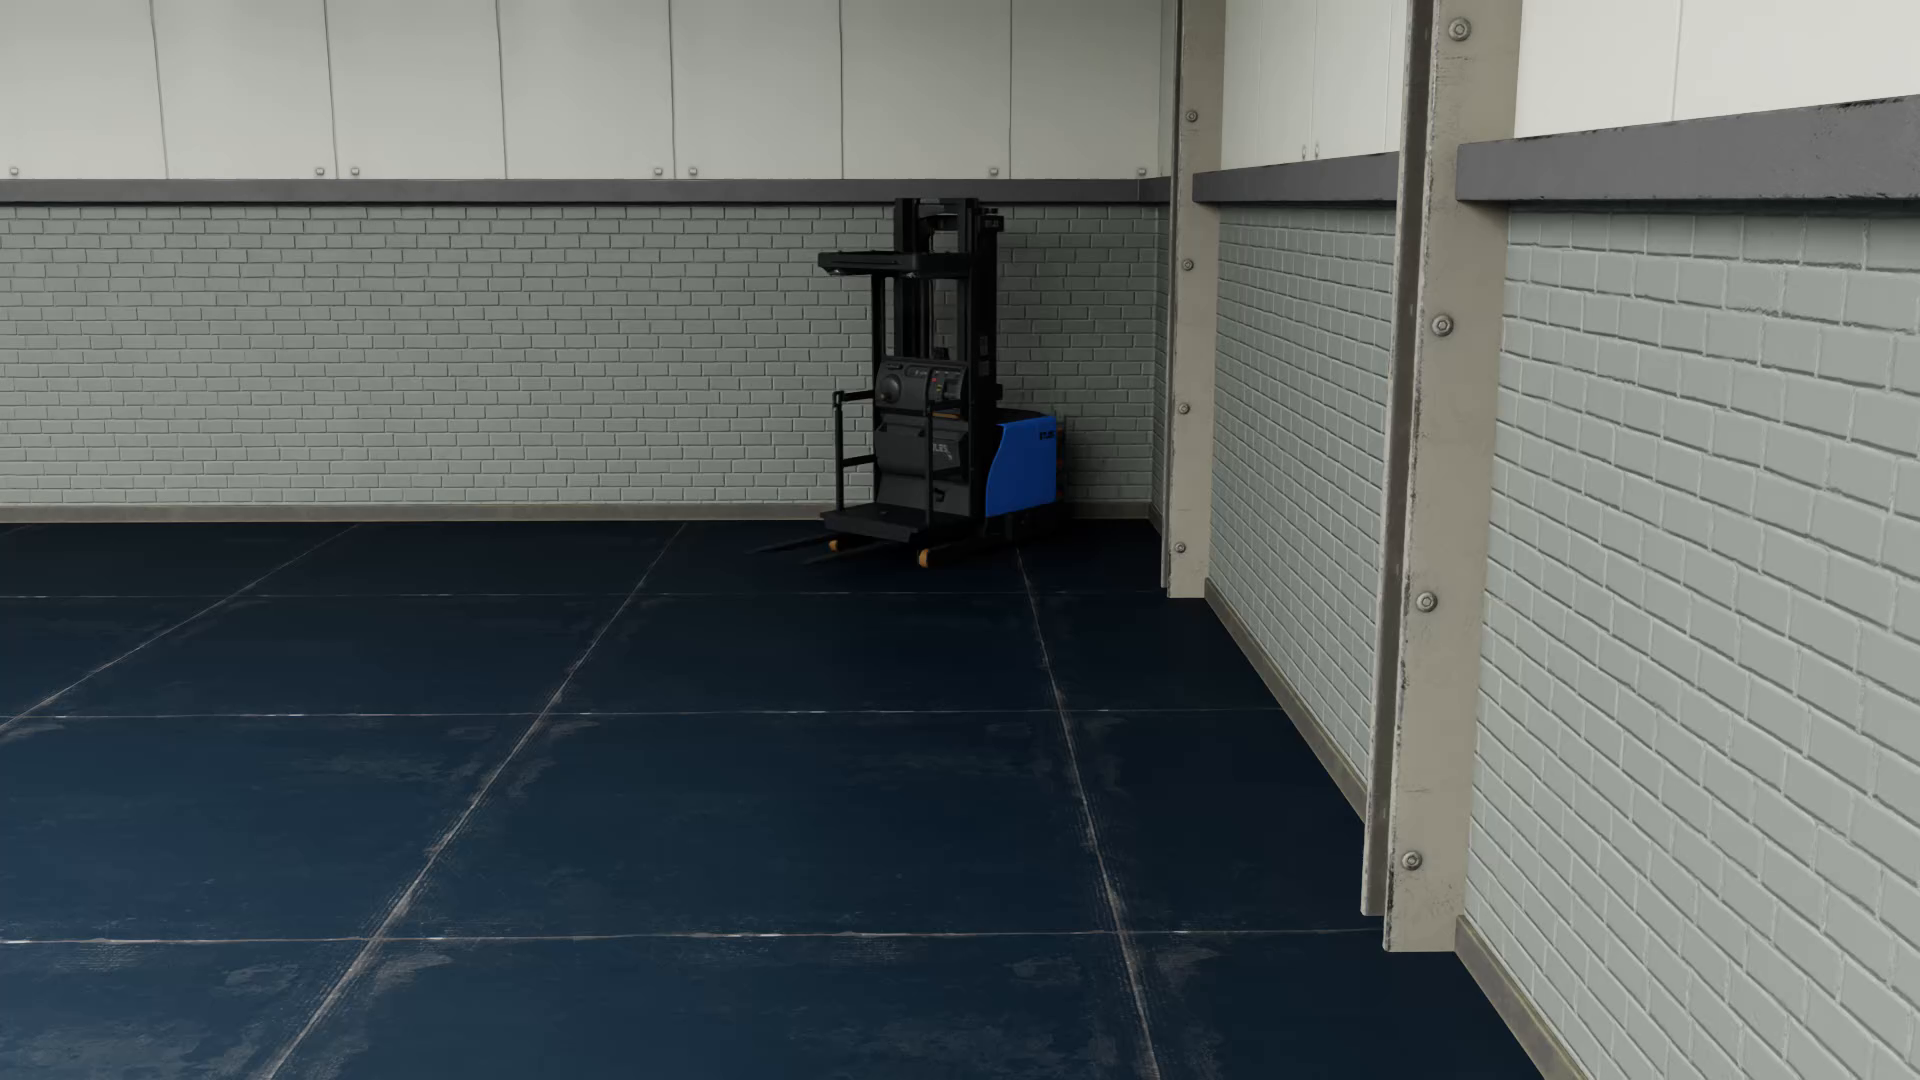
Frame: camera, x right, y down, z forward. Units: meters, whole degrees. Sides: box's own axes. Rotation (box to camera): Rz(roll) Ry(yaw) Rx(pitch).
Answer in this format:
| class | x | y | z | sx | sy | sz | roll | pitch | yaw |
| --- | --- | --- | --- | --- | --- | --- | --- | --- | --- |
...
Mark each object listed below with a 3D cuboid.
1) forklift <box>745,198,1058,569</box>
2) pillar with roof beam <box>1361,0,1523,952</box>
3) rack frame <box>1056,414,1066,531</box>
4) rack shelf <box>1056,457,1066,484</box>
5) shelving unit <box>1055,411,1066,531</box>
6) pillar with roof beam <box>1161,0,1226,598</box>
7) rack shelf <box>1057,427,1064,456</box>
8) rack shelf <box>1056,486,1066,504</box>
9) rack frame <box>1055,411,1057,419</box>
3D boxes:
| class | x | y | z | sx | sy | sz | roll | pitch | yaw |
| --- | --- | --- | --- | --- | --- | --- | --- | --- | --- |
| forklift | -0.459 | -1.314 | 13.664 | 1.130 | 2.935 | 3.031 | 9 | 15 | 38 |
| pillar with roof beam | -2.474 | -2.809 | 5.772 | 9.100 | 9.000 | 0.400 | 0 | 11 | -1 |
| rack frame | 0.846 | -0.596 | 14.854 | 0.200 | 1.050 | 0.008 | -3 | 12 | -16 |
| rack shelf | 0.813 | -0.609 | 14.971 | 0.215 | 0.259 | 0.240 | -3 | 12 | -16 |
| shelving unit | 0.813 | -0.619 | 14.969 | 0.215 | 1.050 | 0.252 | -3 | 12 | -16 |
| pillar with roof beam | -2.598 | -4.002 | 11.651 | 9.100 | 9.000 | 0.400 | 0 | 11 | -1 |
| rack shelf | 0.813 | -0.887 | 14.914 | 0.215 | 0.259 | 0.240 | -3 | 12 | -16 |
| rack shelf | 0.812 | -0.336 | 15.027 | 0.215 | 0.259 | 0.240 | -3 | 12 | -16 |
| rack frame | 0.779 | -0.643 | 15.084 | 0.200 | 1.050 | 0.008 | -3 | 12 | -16 |
